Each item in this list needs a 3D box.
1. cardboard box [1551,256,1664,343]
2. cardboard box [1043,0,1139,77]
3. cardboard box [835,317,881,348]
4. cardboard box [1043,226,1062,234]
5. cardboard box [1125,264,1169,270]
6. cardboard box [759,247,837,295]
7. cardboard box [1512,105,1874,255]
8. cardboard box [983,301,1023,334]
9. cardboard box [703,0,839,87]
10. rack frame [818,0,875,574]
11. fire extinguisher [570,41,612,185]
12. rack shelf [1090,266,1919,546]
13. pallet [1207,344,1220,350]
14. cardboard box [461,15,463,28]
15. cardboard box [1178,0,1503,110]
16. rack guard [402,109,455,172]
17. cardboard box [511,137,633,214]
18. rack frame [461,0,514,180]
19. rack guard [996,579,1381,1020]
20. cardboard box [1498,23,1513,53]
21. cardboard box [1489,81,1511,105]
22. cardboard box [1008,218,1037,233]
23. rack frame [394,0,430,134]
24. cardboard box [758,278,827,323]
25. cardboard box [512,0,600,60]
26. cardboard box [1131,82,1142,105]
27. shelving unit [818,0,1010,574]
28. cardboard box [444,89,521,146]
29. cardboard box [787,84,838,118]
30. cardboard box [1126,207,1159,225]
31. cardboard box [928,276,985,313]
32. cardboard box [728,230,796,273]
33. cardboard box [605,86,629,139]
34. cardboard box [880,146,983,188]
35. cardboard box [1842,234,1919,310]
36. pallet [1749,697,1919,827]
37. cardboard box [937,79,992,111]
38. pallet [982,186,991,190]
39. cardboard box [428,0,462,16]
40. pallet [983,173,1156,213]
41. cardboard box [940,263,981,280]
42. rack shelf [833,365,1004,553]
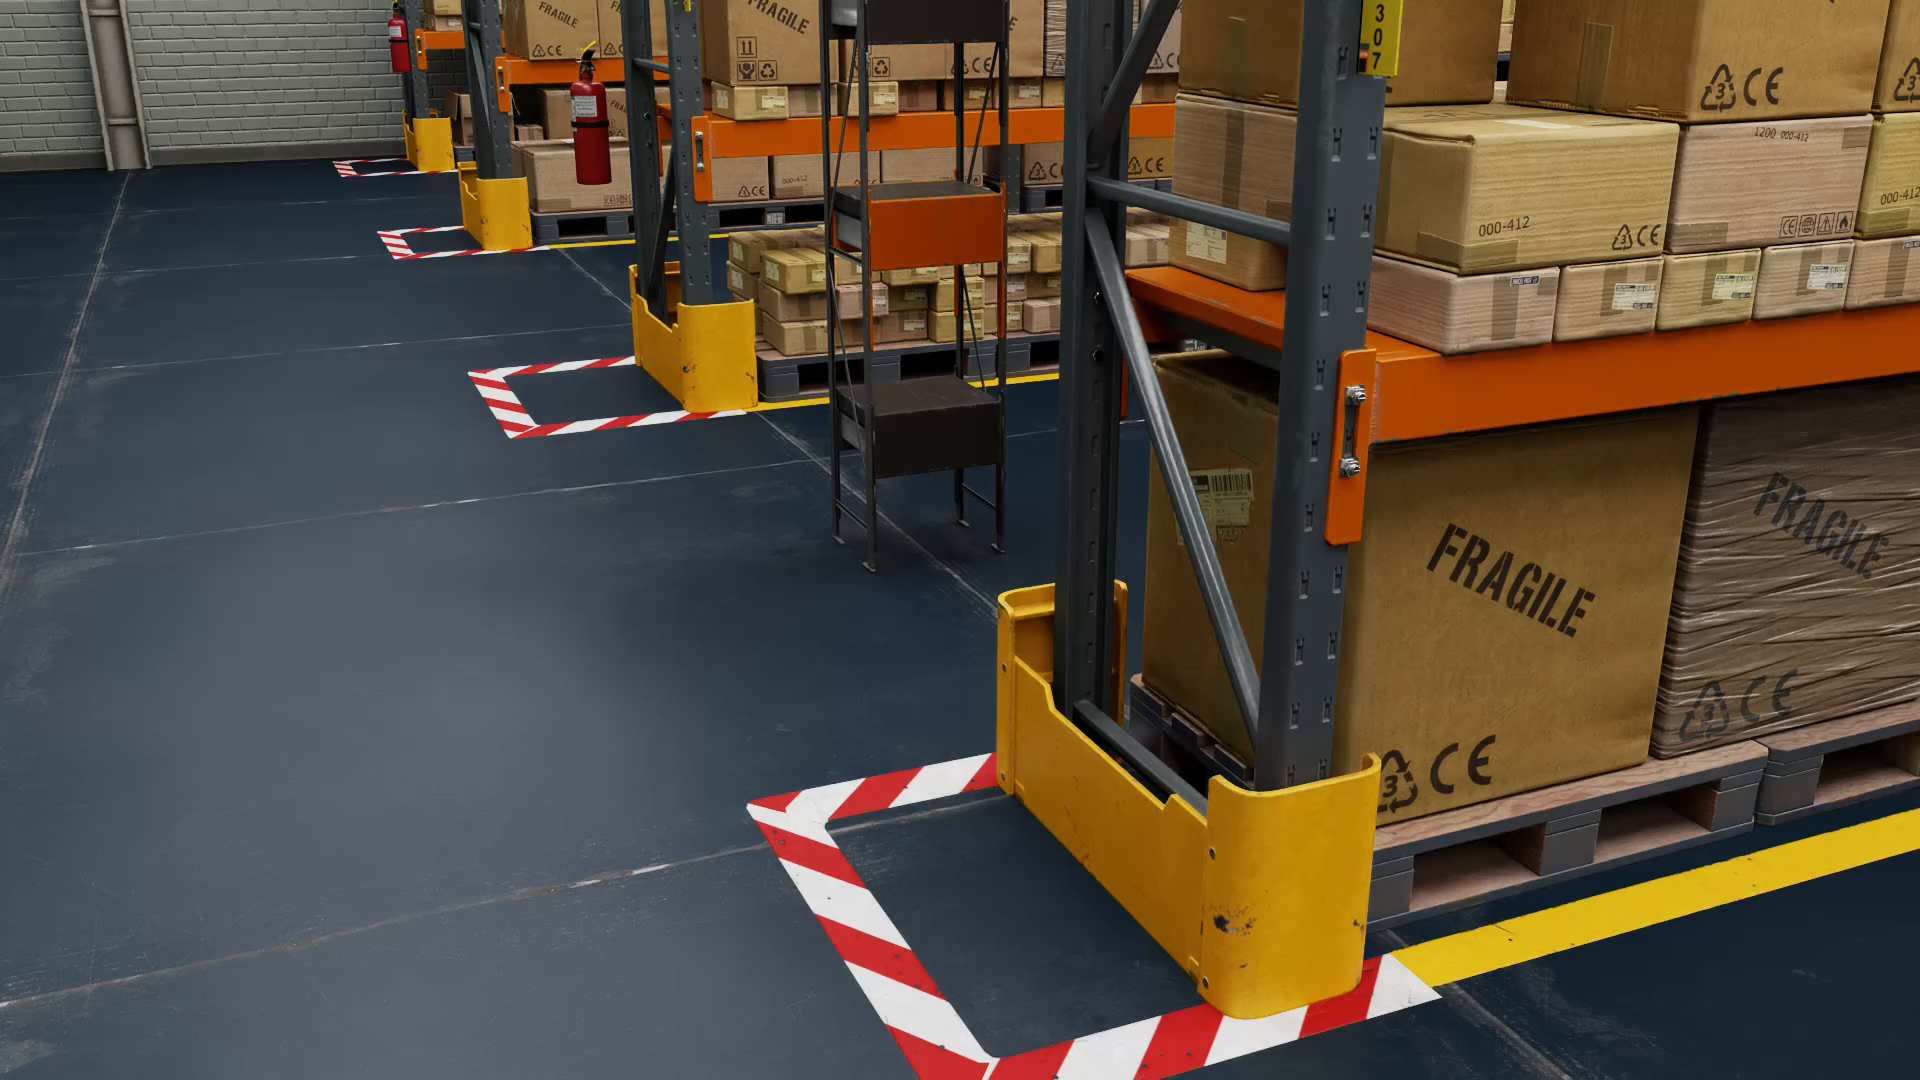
[{"bbox_3d":[1.176,-0.519,3.357,0.250,0.149,0.380,-8,21,-23],"label":"cardboard box"},{"bbox_3d":[0.536,-2.553,8.157,0.500,0.500,0.500,-9,21,-23],"label":"cardboard box"},{"bbox_3d":[-0.572,-1.067,8.196,0.250,0.149,0.380,-8,21,-22],"label":"cardboard box"},{"bbox_3d":[0.621,-1.523,8.597,0.250,0.149,0.380,-8,21,-22],"label":"cardboard box"},{"bbox_3d":[0.890,-1.413,8.730,0.250,0.149,0.380,-9,21,-24],"label":"cardboard box"},{"bbox_3d":[-0.772,-1.282,7.911,0.250,0.149,0.380,-9,21,-24],"label":"cardboard box"},{"bbox_3d":[1.506,-0.778,3.492,0.500,0.250,0.500,-8,21,-23],"label":"cardboard box"},{"bbox_3d":[0.128,-1.164,8.473,0.250,0.149,0.380,-8,21,-22],"label":"cardboard box"},{"bbox_3d":[-0.866,-2.345,7.567,0.500,0.500,0.500,-7,21,-19],"label":"cardboard box"},{"bbox_3d":[-0.376,-0.937,5.520,0.015,2.100,0.400,-8,21,-22],"label":"rack frame"},{"bbox_3d":[-1.802,-2.078,8.085,0.183,0.674,0.296,-8,21,-22],"label":"fire extinguisher"},{"bbox_3d":[2.321,-0.581,4.238,4.000,0.370,1.077,-8,21,-22],"label":"rack shelf"},{"bbox_3d":[1.682,-1.295,9.381,1.213,0.211,1.003,-8,21,-22],"label":"pallet"},{"bbox_3d":[-4.785,-5.081,16.314,0.250,0.149,0.380,-8,21,-21],"label":"cardboard box"},{"bbox_3d":[0.827,-1.224,3.632,0.500,0.500,0.500,-8,21,-21],"label":"cardboard box"},{"bbox_3d":[-5.341,-4.023,16.695,0.348,0.500,1.175,-8,21,-22],"label":"rack guard"},{"bbox_3d":[-2.875,-2.786,12.643,0.875,0.438,0.875,-9,21,-24],"label":"cardboard box"},{"bbox_3d":[-3.441,-3.679,11.954,0.127,3.000,1.000,-8,21,-22],"label":"rack frame"},{"bbox_3d":[0.462,0.525,3.777,0.348,0.500,1.175,-8,21,-22],"label":"rack guard"},{"bbox_3d":[2.829,-2.700,8.920,0.250,0.149,0.380,-9,21,-25],"label":"cardboard box"},{"bbox_3d":[1.290,-0.938,3.947,0.500,0.250,0.500,-9,21,-23],"label":"cardboard box"},{"bbox_3d":[0.212,-1.620,8.871,0.250,0.149,0.380,-9,21,-24],"label":"cardboard box"},{"bbox_3d":[-5.411,-5.192,16.252,0.127,3.000,1.000,-8,21,-22],"label":"rack frame"},{"bbox_3d":[-0.805,-1.167,8.032,0.250,0.149,0.380,-7,21,-20],"label":"cardboard box"},{"bbox_3d":[-2.887,-3.702,11.868,0.500,0.500,0.500,-8,21,-22],"label":"cardboard box"},{"bbox_3d":[0.709,-2.254,8.285,0.250,0.149,0.380,-8,21,-21],"label":"cardboard box"},{"bbox_3d":[-0.152,-0.969,5.611,0.503,2.100,0.431,-8,21,-22],"label":"shelving unit"},{"bbox_3d":[-4.812,-4.264,16.743,0.637,0.503,0.797,-9,21,-24],"label":"cardboard box"},{"bbox_3d":[-0.743,-2.053,7.714,0.250,0.149,0.380,-7,21,-20],"label":"cardboard box"},{"bbox_3d":[0.901,-1.744,9.225,0.250,0.149,0.380,-8,21,-21],"label":"cardboard box"},{"bbox_3d":[-0.063,-1.246,8.256,0.250,0.149,0.380,-7,21,-20],"label":"cardboard box"},{"bbox_3d":[-1.002,-1.464,8.427,0.250,0.149,0.380,-8,21,-21],"label":"cardboard box"},{"bbox_3d":[-3.486,-4.402,17.140,0.500,0.500,0.500,-8,21,-21],"label":"cardboard box"},{"bbox_3d":[-0.387,-3.145,13.663,0.875,0.438,0.875,-8,21,-23],"label":"cardboard box"},{"bbox_3d":[1.884,-0.620,3.645,0.250,0.149,0.380,-9,21,-23],"label":"cardboard box"},{"bbox_3d":[2.306,0.370,4.653,1.213,0.211,1.003,-8,21,-22],"label":"pallet"},{"bbox_3d":[-0.032,-2.176,8.064,0.250,0.149,0.380,-8,21,-22],"label":"cardboard box"},{"bbox_3d":[-0.498,-2.814,13.695,1.213,0.211,1.003,-8,21,-22],"label":"pallet"},{"bbox_3d":[-4.887,-5.239,16.163,0.500,0.250,0.500,-8,21,-22],"label":"cardboard box"},{"bbox_3d":[0.910,-3.014,14.265,1.213,0.211,1.003,-8,21,-22],"label":"pallet"},{"bbox_3d":[-0.090,-1.407,8.266,0.250,0.149,0.380,-9,21,-25],"label":"cardboard box"},{"bbox_3d":[-0.152,-0.295,5.848,0.480,0.518,0.431,-8,21,-22],"label":"rack shelf"}]
